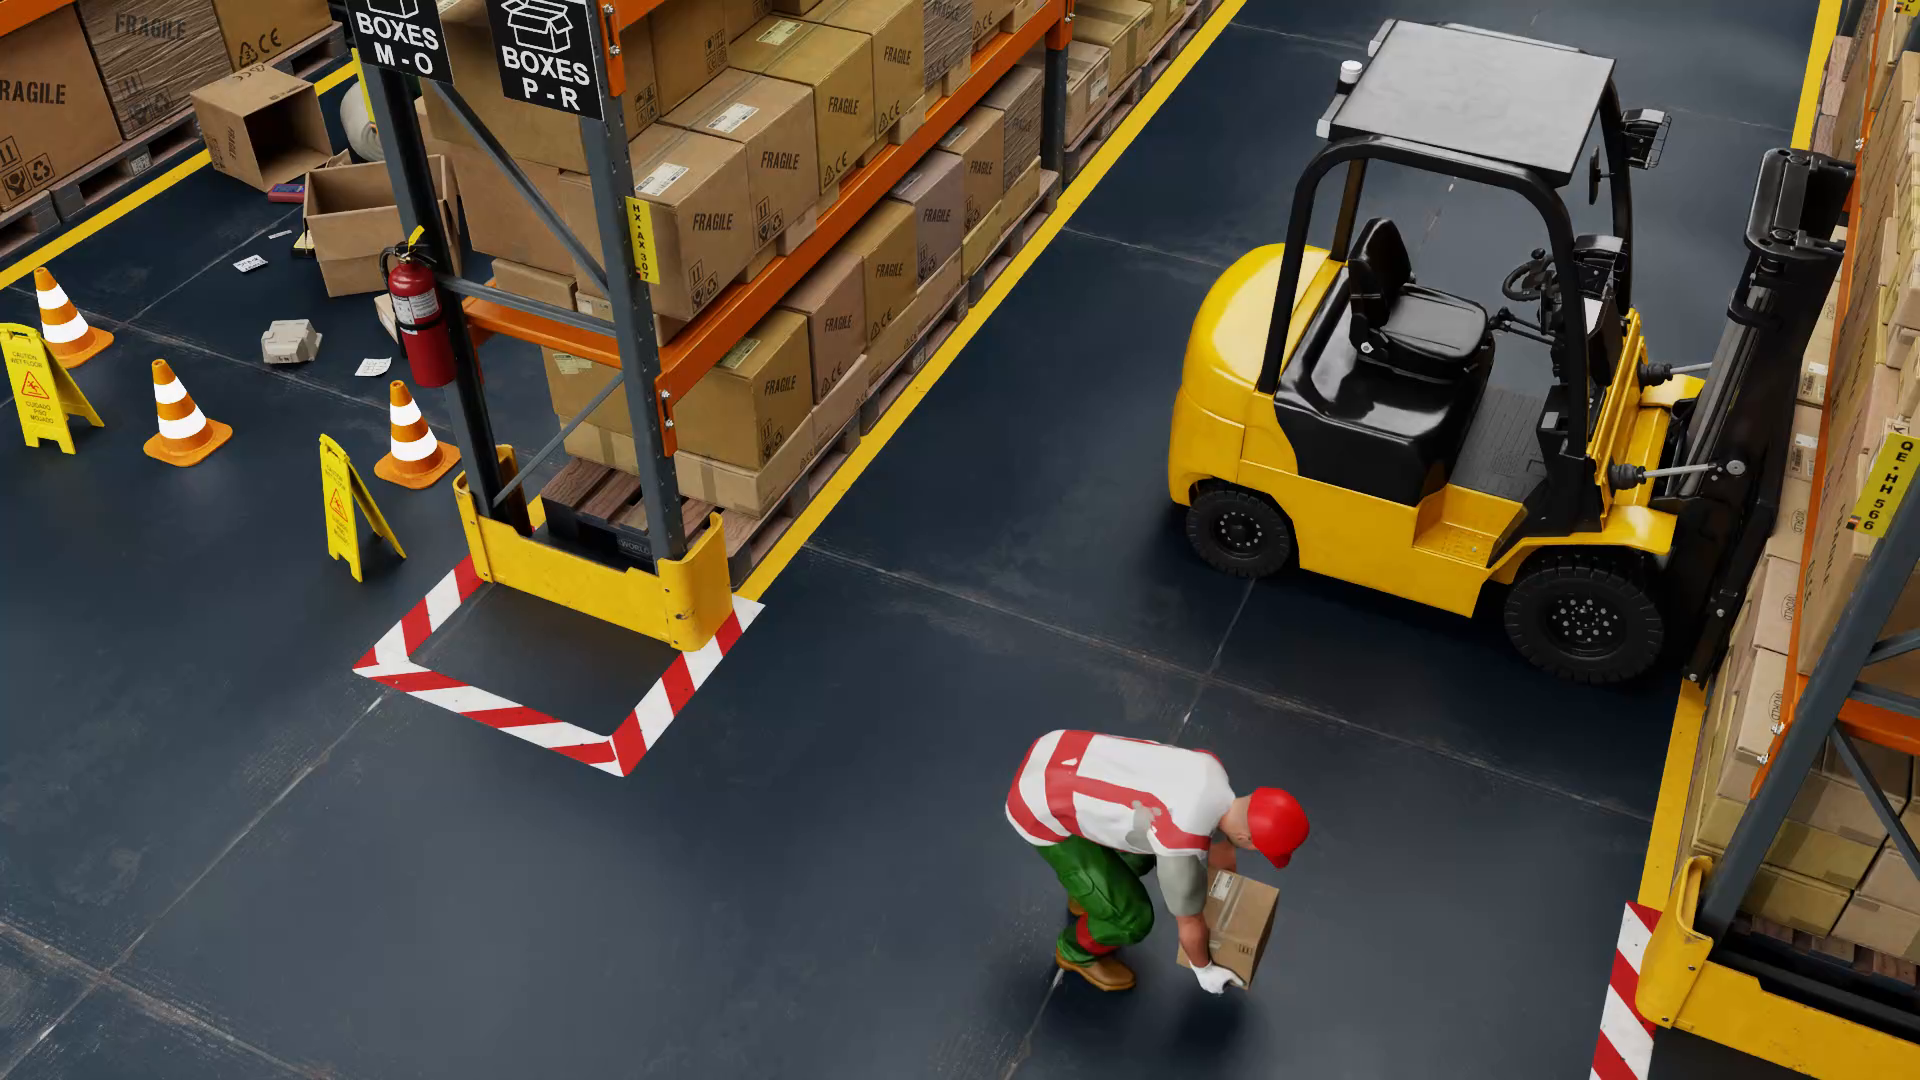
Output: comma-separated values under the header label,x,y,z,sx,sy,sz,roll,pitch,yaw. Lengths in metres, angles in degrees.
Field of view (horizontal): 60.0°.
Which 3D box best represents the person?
label,x,y,z,sx,sy,sz,roll,pitch,yaw
person,0.631,1.081,5.507,0.949,1.013,0.530,15,44,17
